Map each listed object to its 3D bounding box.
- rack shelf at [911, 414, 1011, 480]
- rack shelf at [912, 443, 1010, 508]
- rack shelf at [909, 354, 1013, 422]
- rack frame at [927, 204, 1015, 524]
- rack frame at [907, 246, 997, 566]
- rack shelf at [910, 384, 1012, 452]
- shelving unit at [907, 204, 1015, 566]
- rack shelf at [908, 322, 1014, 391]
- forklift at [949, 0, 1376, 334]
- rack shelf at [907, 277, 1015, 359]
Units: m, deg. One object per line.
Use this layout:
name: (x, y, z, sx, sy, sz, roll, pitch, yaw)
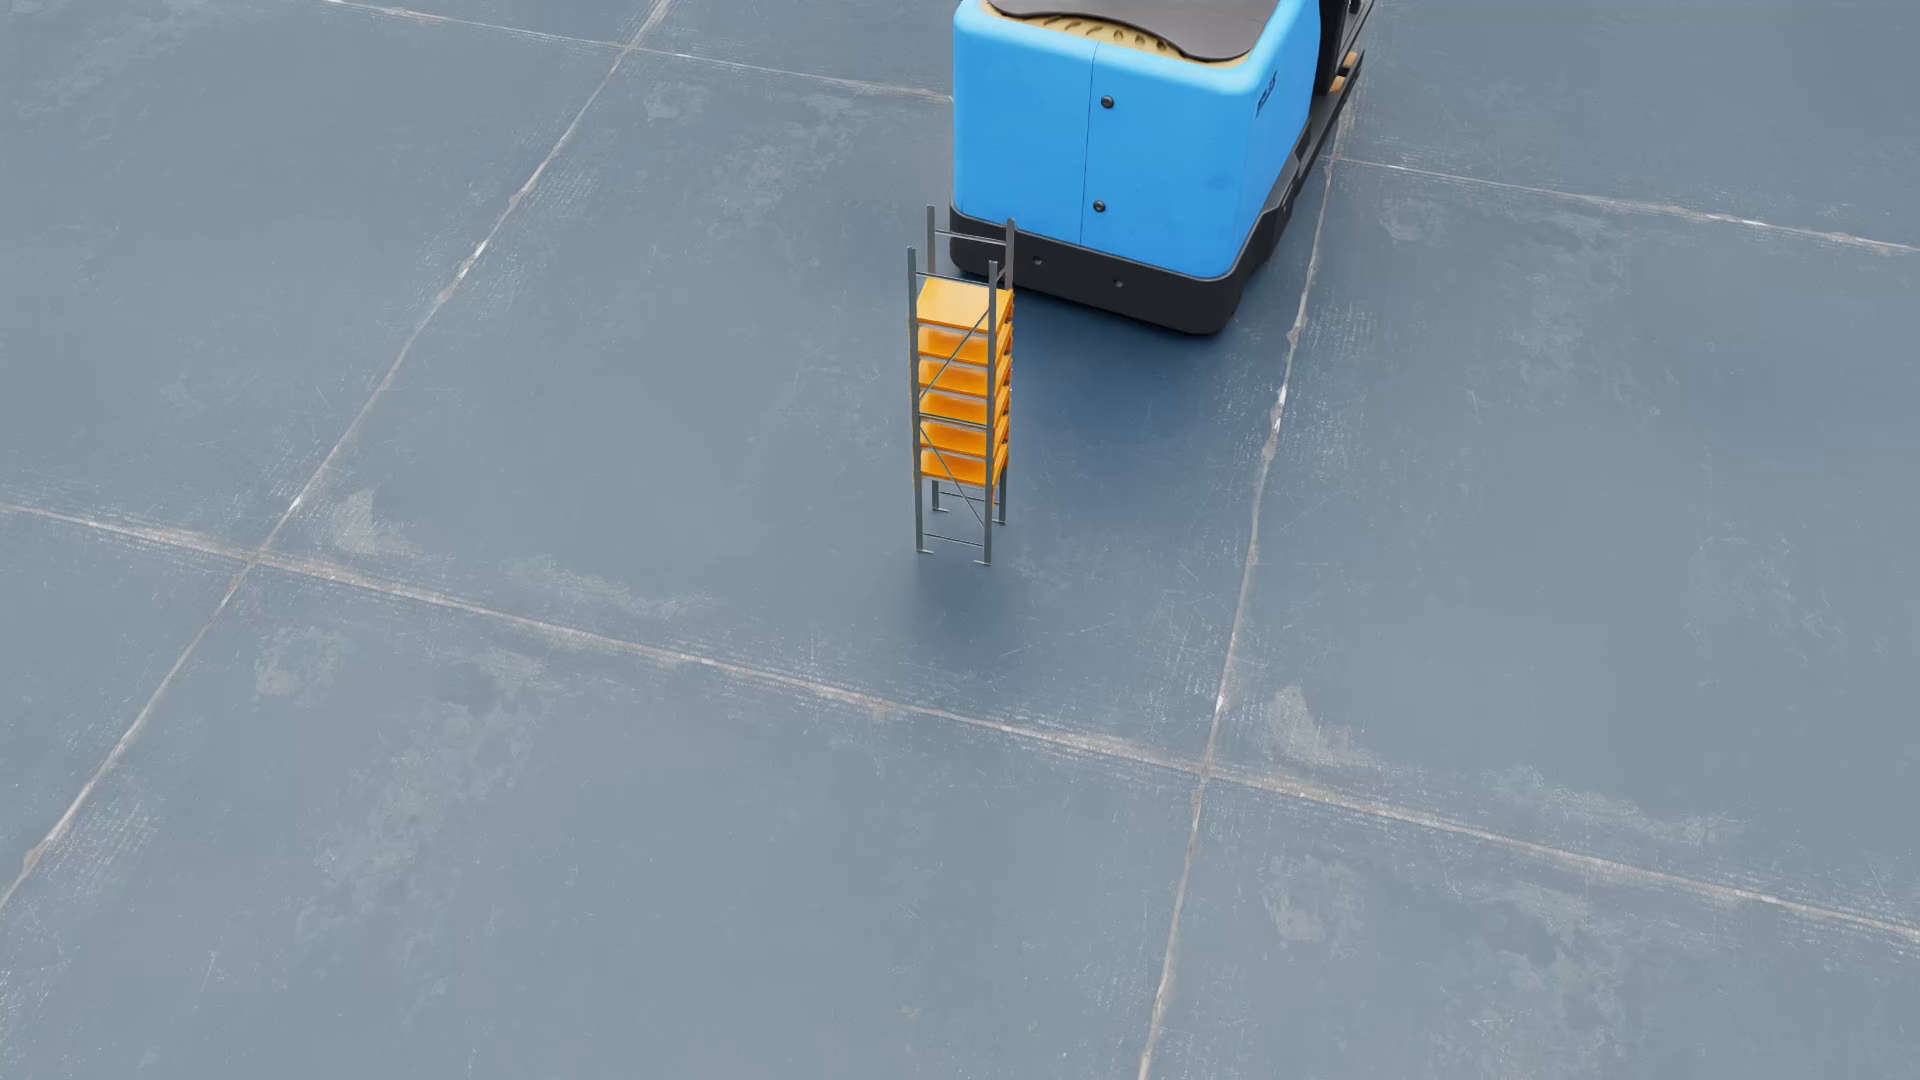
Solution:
rack shelf: (0.004, -0.299, 4.933, 0.258, 0.103, 0.180, 12, 50, 10)
rack shelf: (0.004, -0.219, 5.023, 0.258, 0.103, 0.180, 12, 50, 10)
rack shelf: (0.004, -0.458, 4.753, 0.258, 0.103, 0.180, 12, 50, 10)
rack frame: (0.028, -0.474, 4.868, 0.240, 1.200, 0.006, 12, 50, 10)
rack frame: (-0.020, -0.341, 4.751, 0.240, 1.200, 0.006, 12, 50, 10)
rack shelf: (0.004, -0.378, 4.843, 0.258, 0.103, 0.180, 12, 50, 10)
shelving unit: (0.004, -0.407, 4.809, 0.258, 1.200, 0.189, 12, 50, 10)
rack shelf: (0.004, -0.537, 4.663, 0.258, 0.103, 0.180, 12, 50, 10)
forklift: (1.015, -2.810, 5.775, 1.130, 2.935, 3.031, 18, 51, 15)
rack shelf: (0.004, -0.616, 4.573, 0.258, 0.103, 0.180, 12, 50, 10)
